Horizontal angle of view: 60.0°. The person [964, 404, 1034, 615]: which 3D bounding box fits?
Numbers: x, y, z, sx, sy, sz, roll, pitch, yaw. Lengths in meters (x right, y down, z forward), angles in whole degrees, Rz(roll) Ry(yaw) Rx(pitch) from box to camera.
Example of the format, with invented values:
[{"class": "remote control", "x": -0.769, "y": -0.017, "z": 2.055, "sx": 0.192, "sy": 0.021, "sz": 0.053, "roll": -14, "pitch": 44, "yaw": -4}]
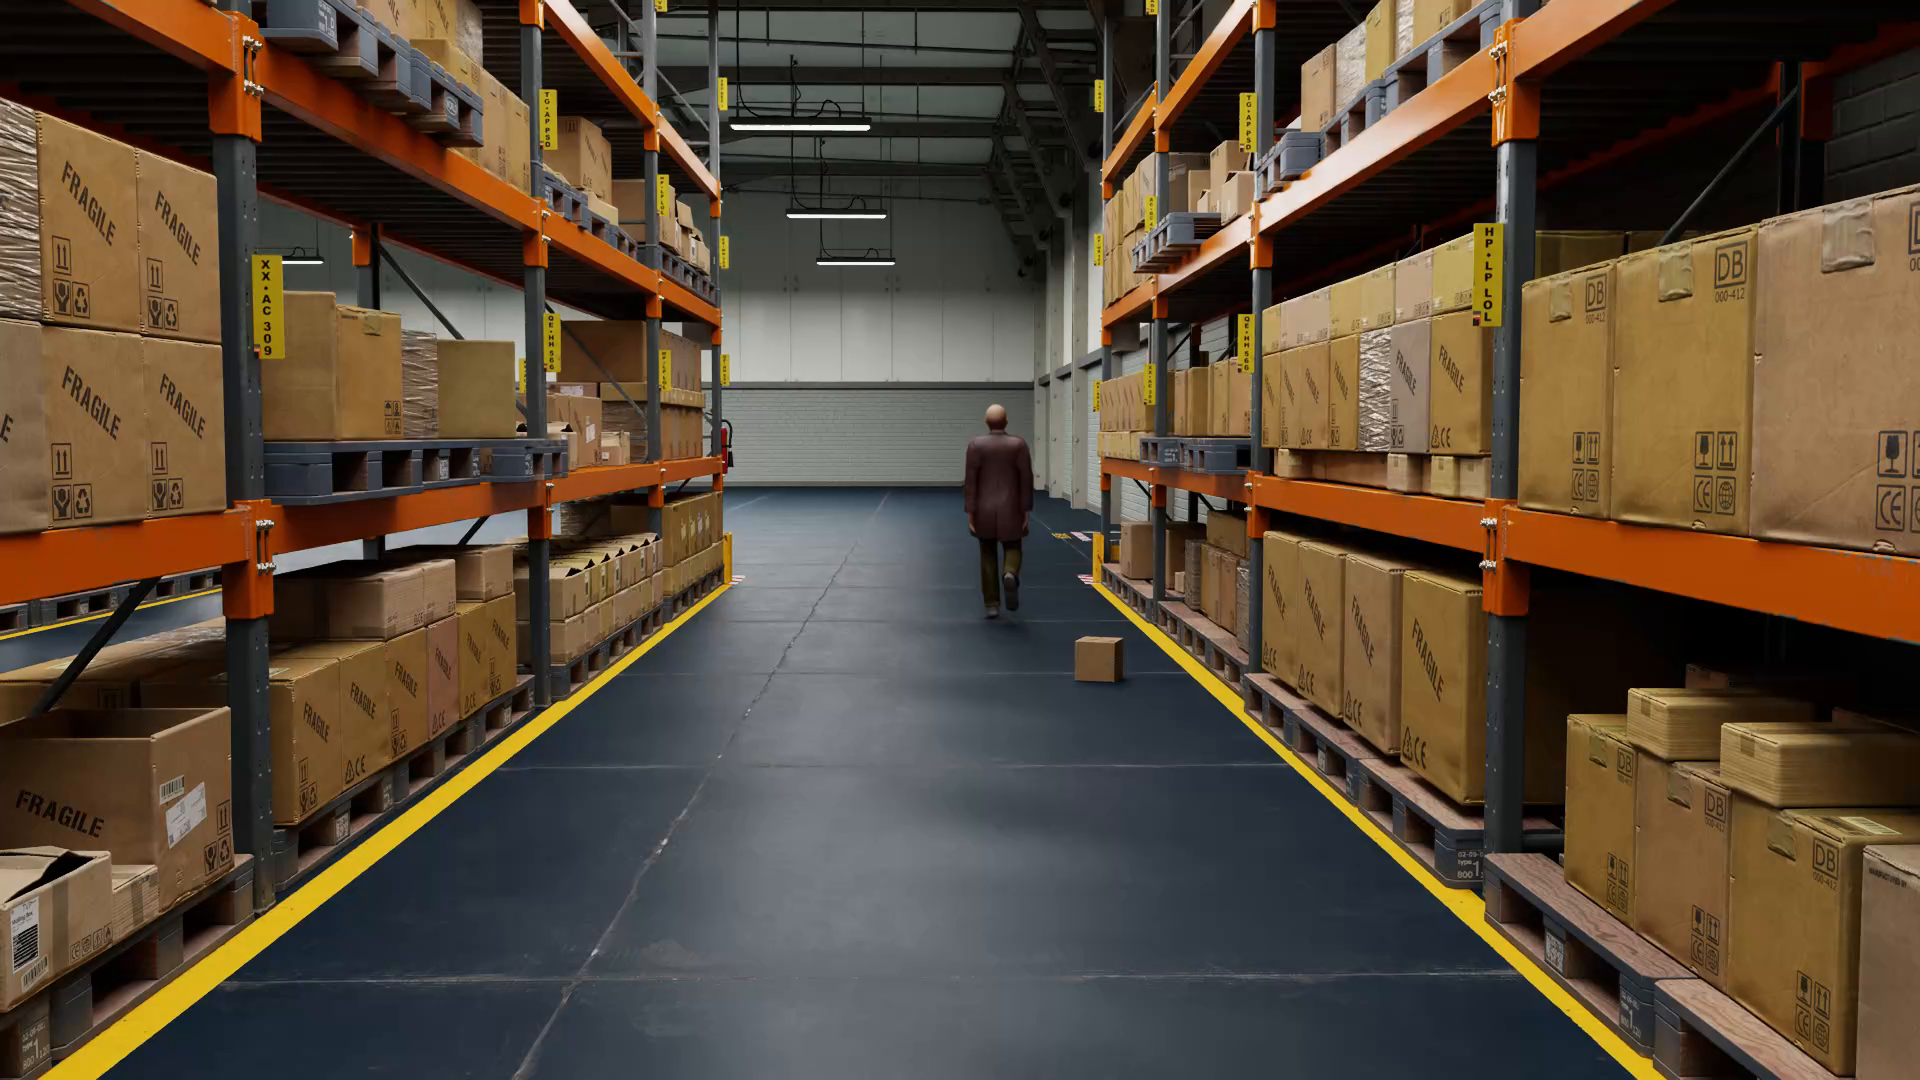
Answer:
[{"class": "person", "x": 0.323, "y": -0.246, "z": 13.815, "sx": 0.576, "sy": 1.760, "sz": 0.722, "roll": 0, "pitch": 4, "yaw": 1}]
